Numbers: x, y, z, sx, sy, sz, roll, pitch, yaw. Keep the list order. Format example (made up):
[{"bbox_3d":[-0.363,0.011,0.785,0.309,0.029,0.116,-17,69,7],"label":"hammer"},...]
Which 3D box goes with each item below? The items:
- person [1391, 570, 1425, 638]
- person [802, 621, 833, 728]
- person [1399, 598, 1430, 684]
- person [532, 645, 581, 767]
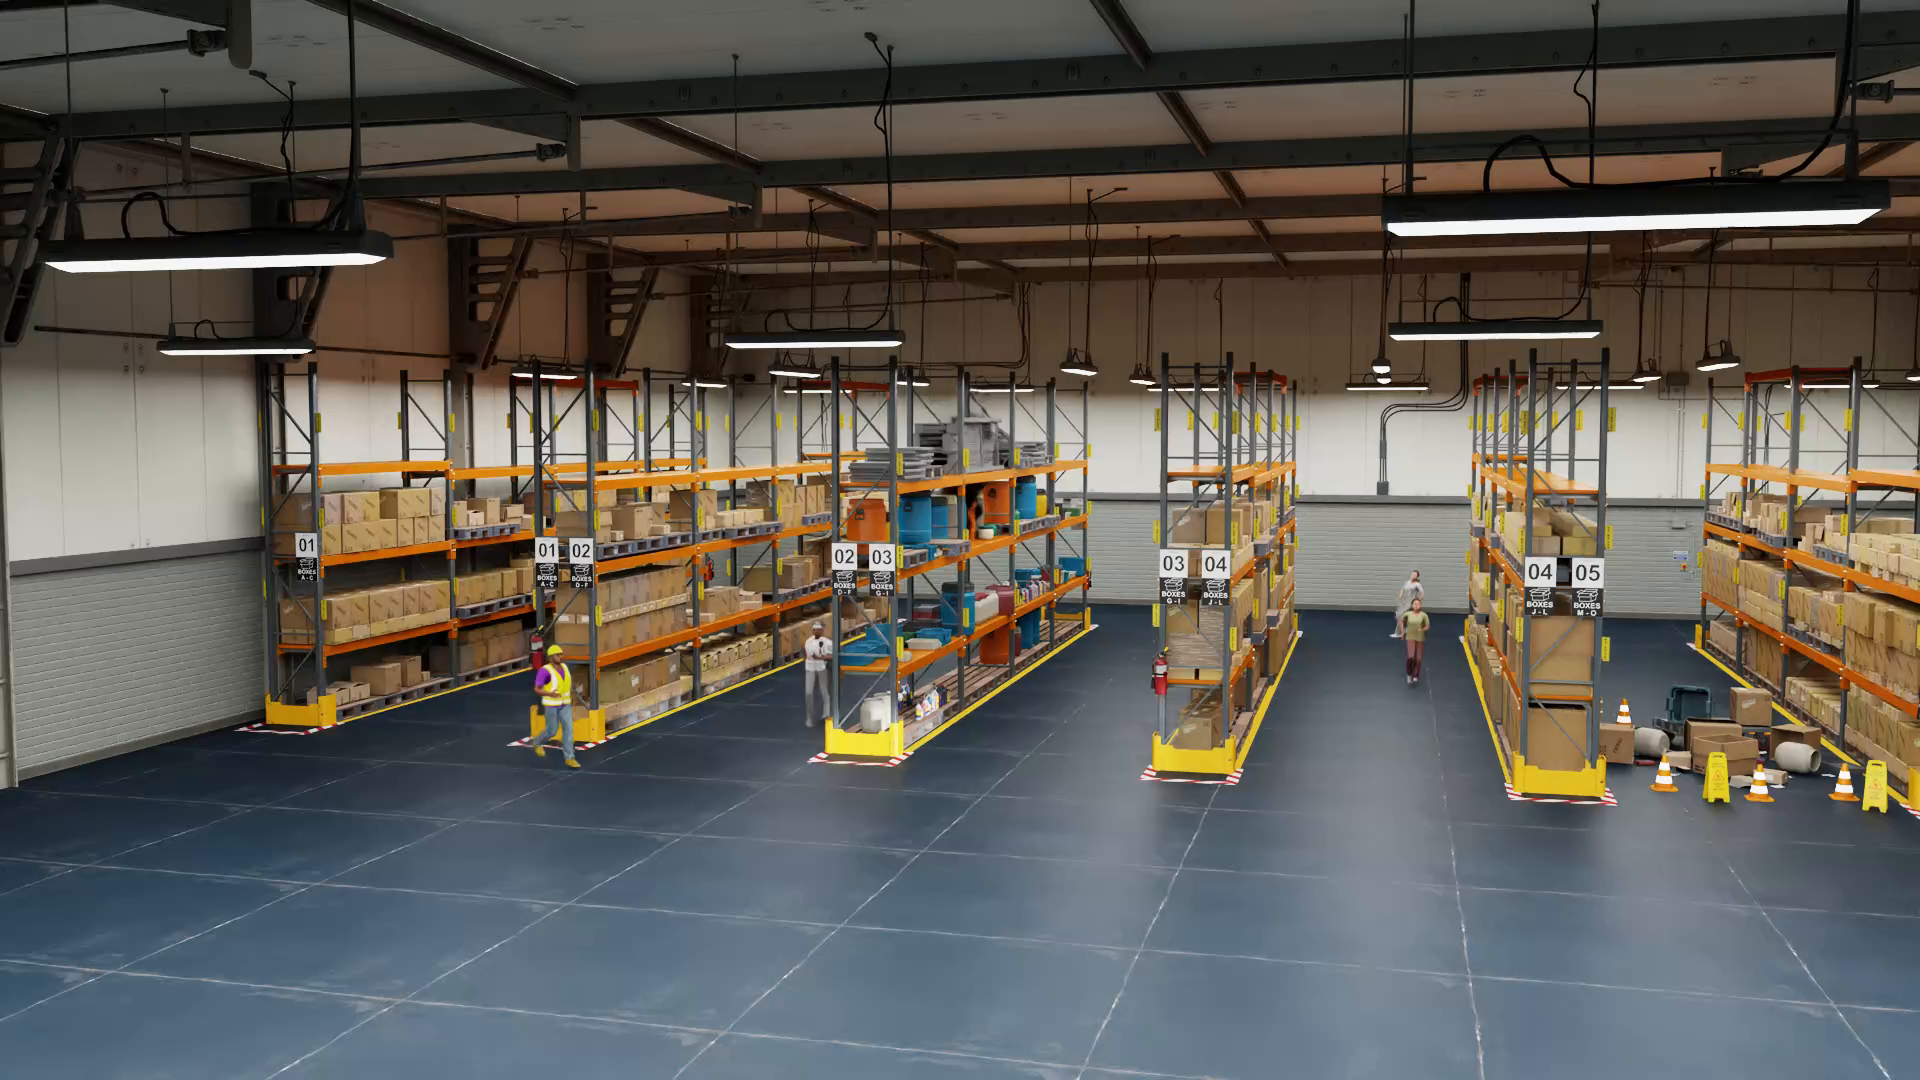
[{"bbox_3d":[10.398,1.487,38.571,0.624,1.584,0.628,-2,5,-28],"label":"person"},{"bbox_3d":[-2.367,2.209,27.607,0.547,1.756,0.752,1,4,8],"label":"person"},{"bbox_3d":[8.694,1.928,31.767,0.550,1.641,0.638,1,4,10],"label":"person"},{"bbox_3d":[-5.888,2.407,24.231,0.976,1.760,0.712,3,5,39],"label":"person"}]
